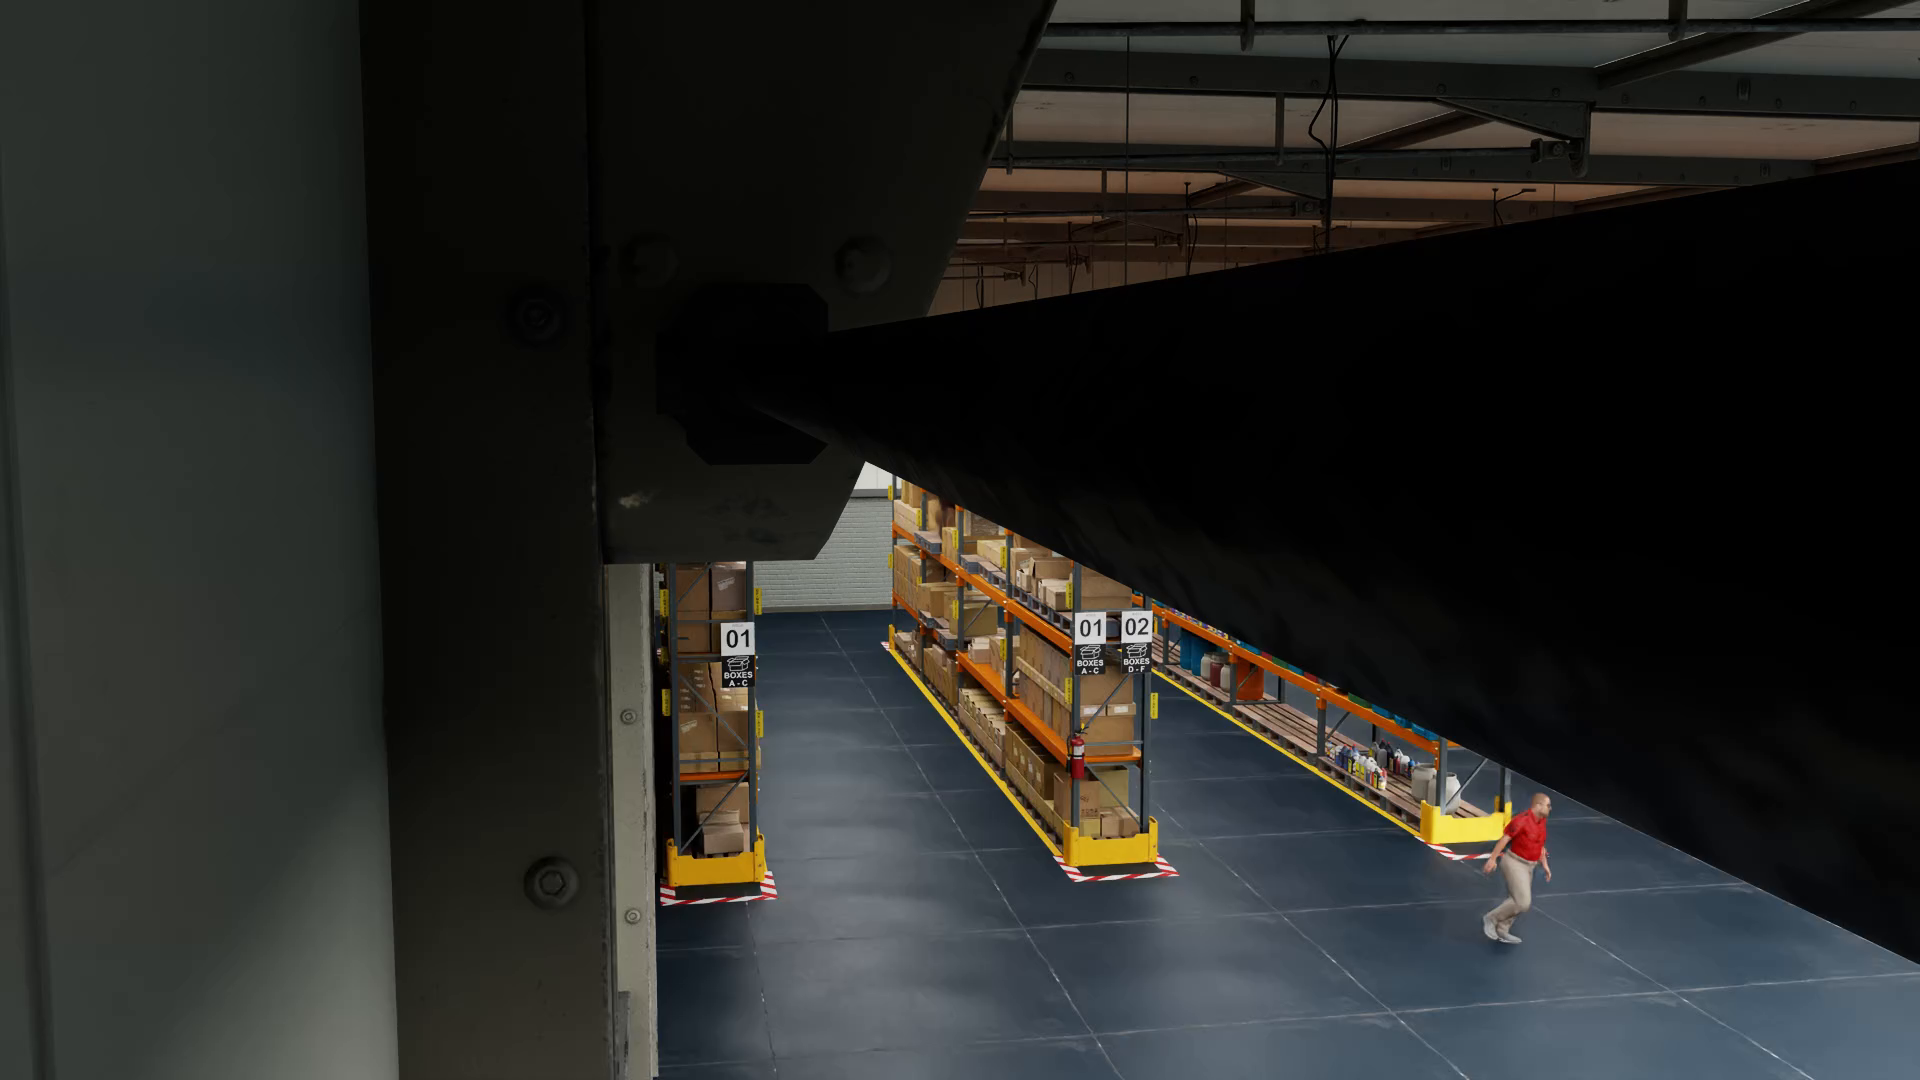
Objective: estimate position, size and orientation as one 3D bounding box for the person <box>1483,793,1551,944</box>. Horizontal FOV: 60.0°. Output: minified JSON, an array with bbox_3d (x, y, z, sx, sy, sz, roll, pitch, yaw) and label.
[{"bbox_3d":[6.057,3.555,18.061,0.593,1.680,0.693,6,8,42],"label":"person"}]
